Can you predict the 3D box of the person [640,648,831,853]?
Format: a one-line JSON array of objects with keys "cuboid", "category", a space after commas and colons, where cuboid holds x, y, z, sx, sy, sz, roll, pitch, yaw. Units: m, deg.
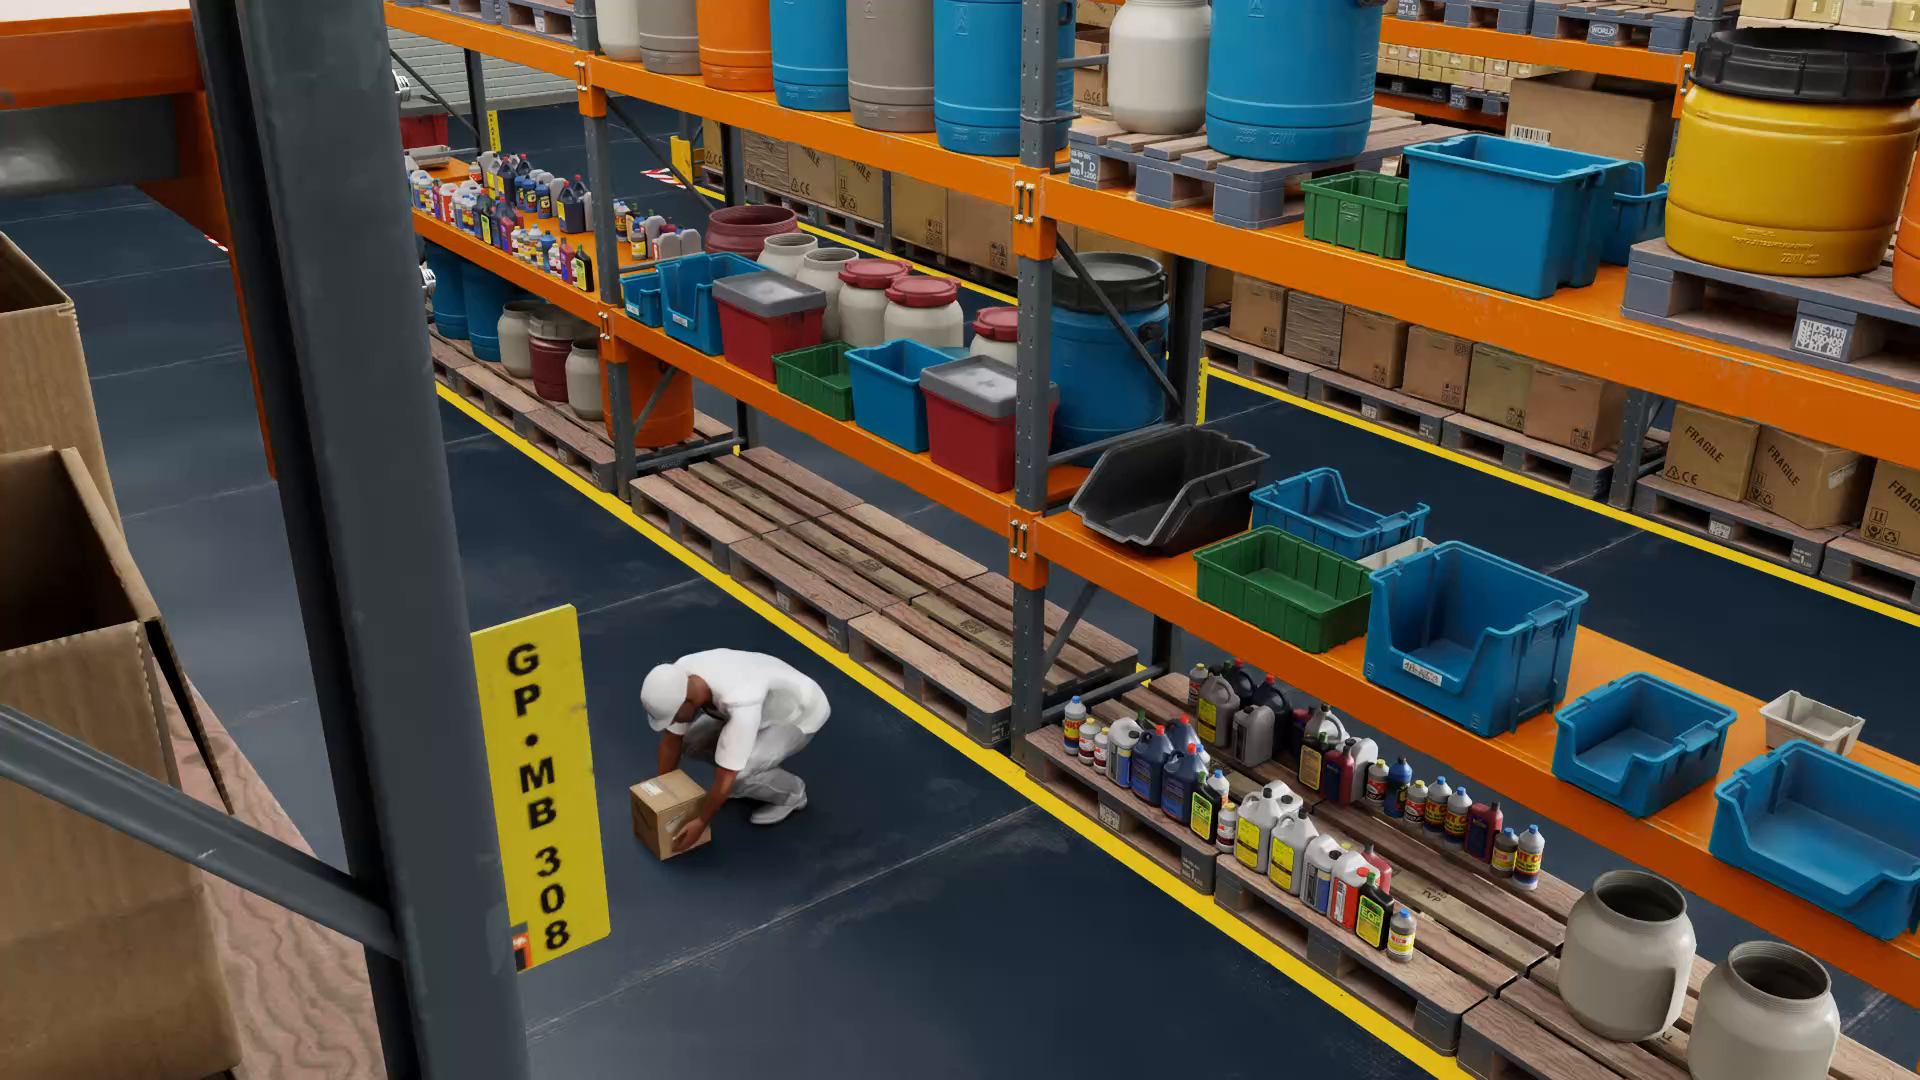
[{"cuboid": [-0.985, 0.836, 7.307, 0.896, 0.894, 0.566, -18, 30, -34], "category": "person"}]
